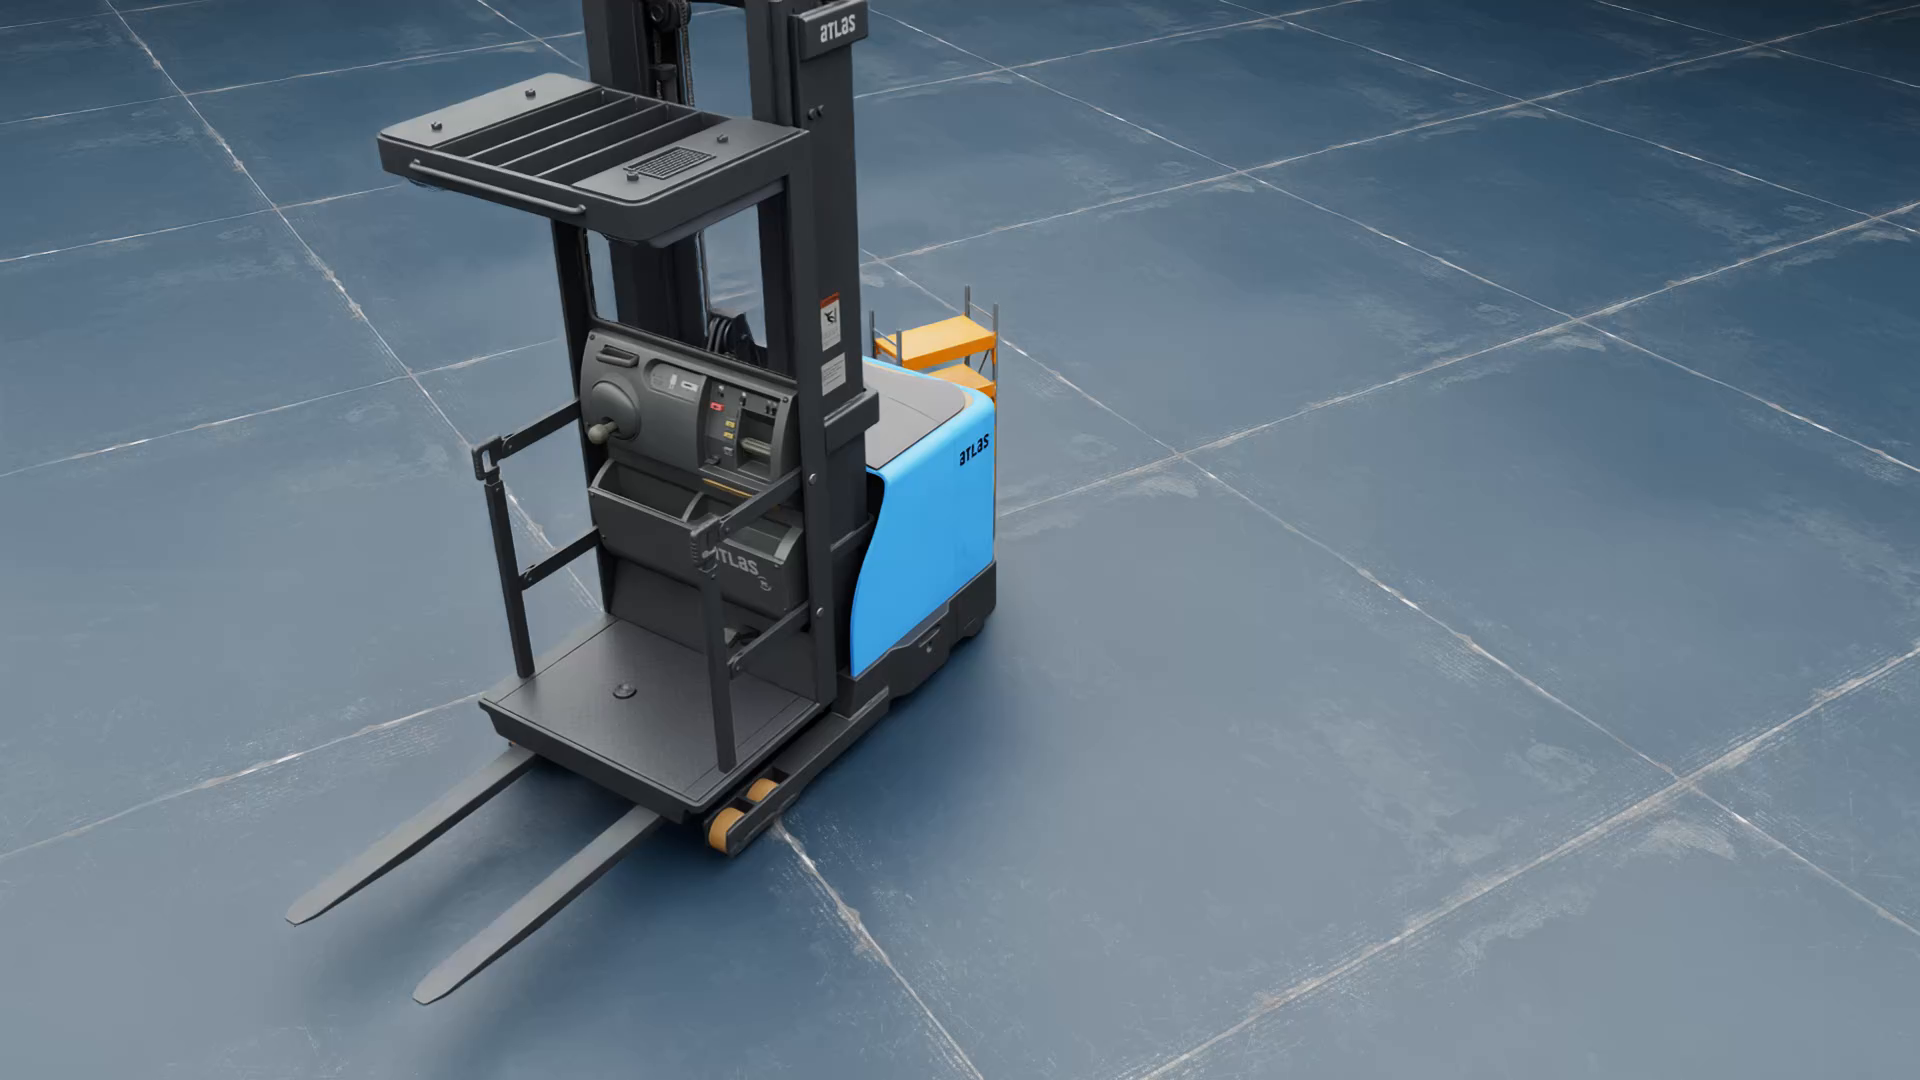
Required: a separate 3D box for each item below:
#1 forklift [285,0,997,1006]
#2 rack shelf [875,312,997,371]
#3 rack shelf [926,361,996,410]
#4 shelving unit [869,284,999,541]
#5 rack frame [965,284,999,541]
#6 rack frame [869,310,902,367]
[{"bbox_3d":[-1.078,-0.401,5.639,1.130,2.935,3.031,19,37,28],"label":"forklift"},{"bbox_3d":[-0.111,-0.818,7.186,0.480,0.148,0.258,-19,37,-28],"label":"rack shelf"},{"bbox_3d":[-0.111,-0.618,7.312,0.480,0.148,0.258,-19,37,-28],"label":"rack shelf"},{"bbox_3d":[-0.111,-0.486,7.396,0.503,1.200,0.258,-19,37,-28],"label":"shelving unit"},{"bbox_3d":[0.093,-0.558,7.510,0.015,1.200,0.240,-19,37,-28],"label":"rack frame"},{"bbox_3d":[-0.314,-0.414,7.282,0.015,1.200,0.240,-19,37,-28],"label":"rack frame"}]
